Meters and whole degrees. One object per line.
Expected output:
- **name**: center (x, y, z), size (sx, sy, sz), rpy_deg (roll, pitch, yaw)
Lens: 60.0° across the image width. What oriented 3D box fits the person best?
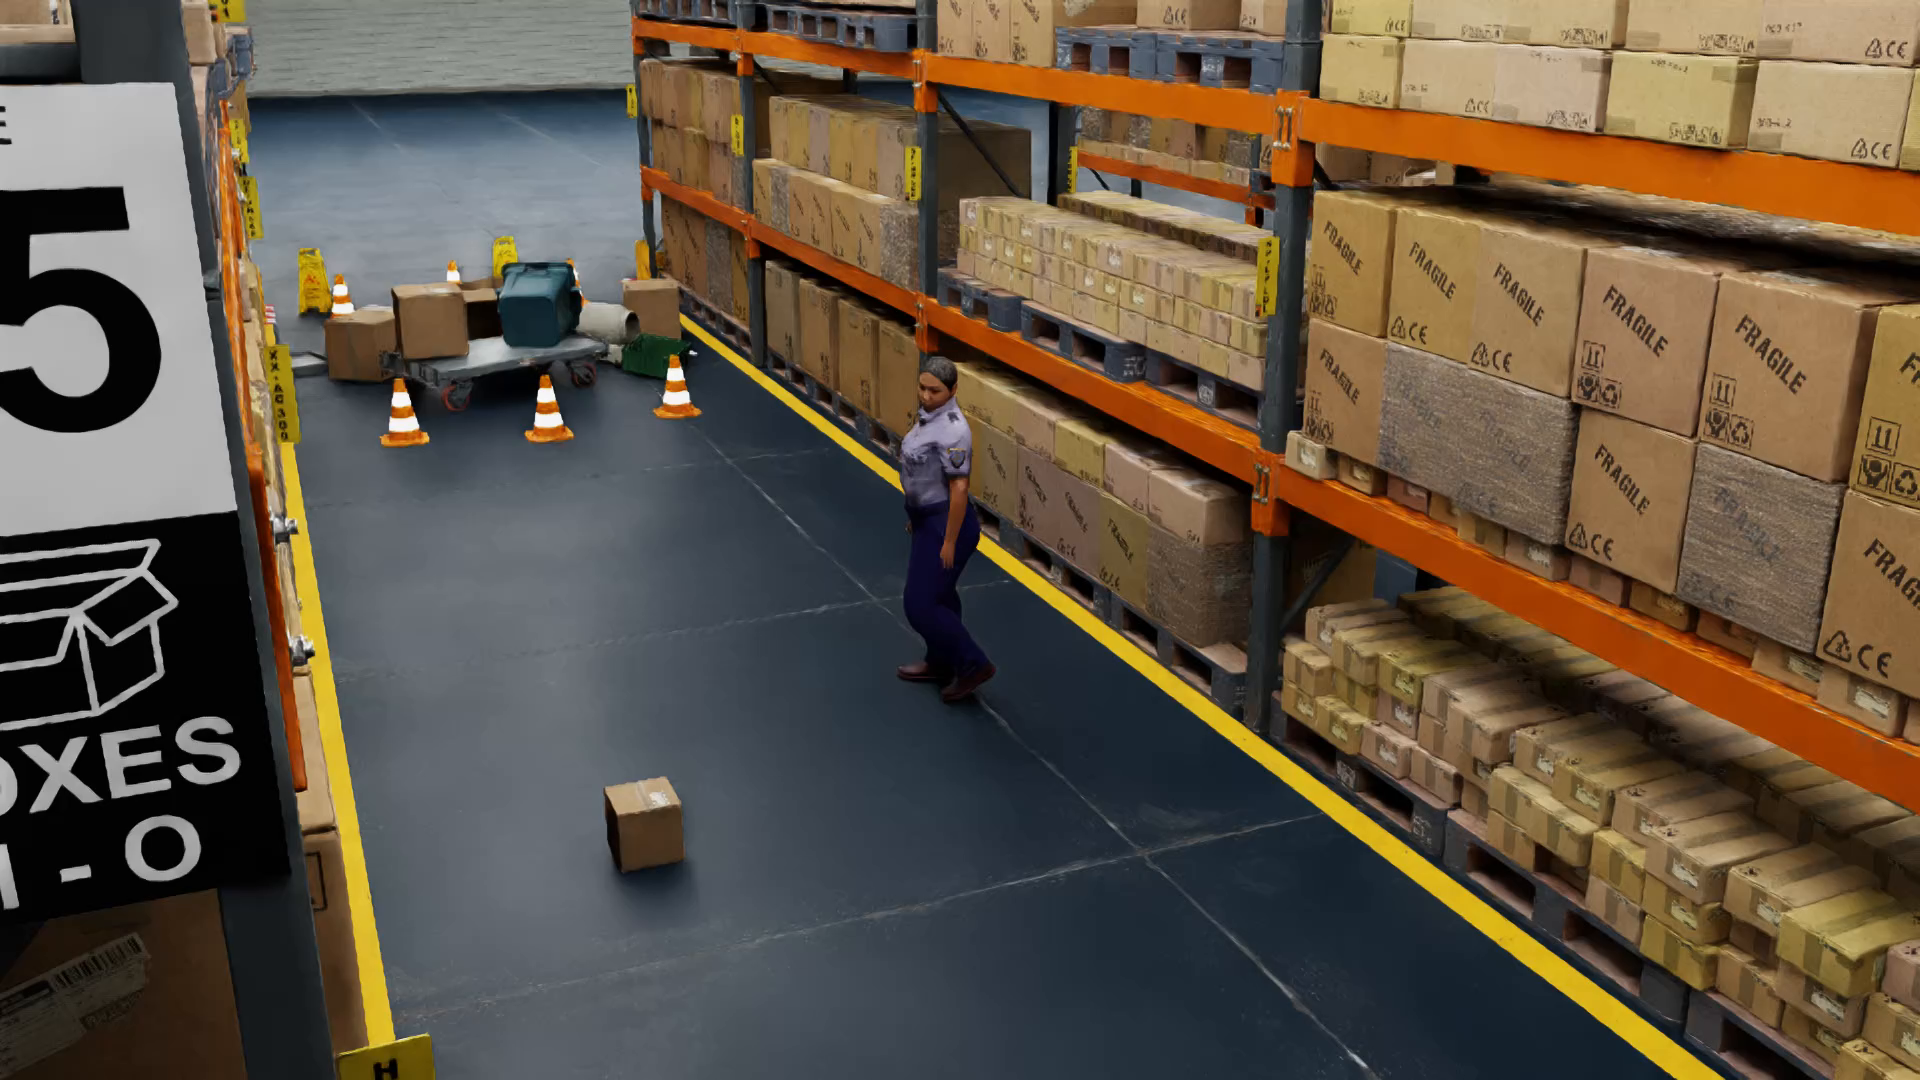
- **person**: center (-0.066, -0.054, 7.706), size (0.433, 1.649, 0.529), rpy_deg (-2, 19, -7)
